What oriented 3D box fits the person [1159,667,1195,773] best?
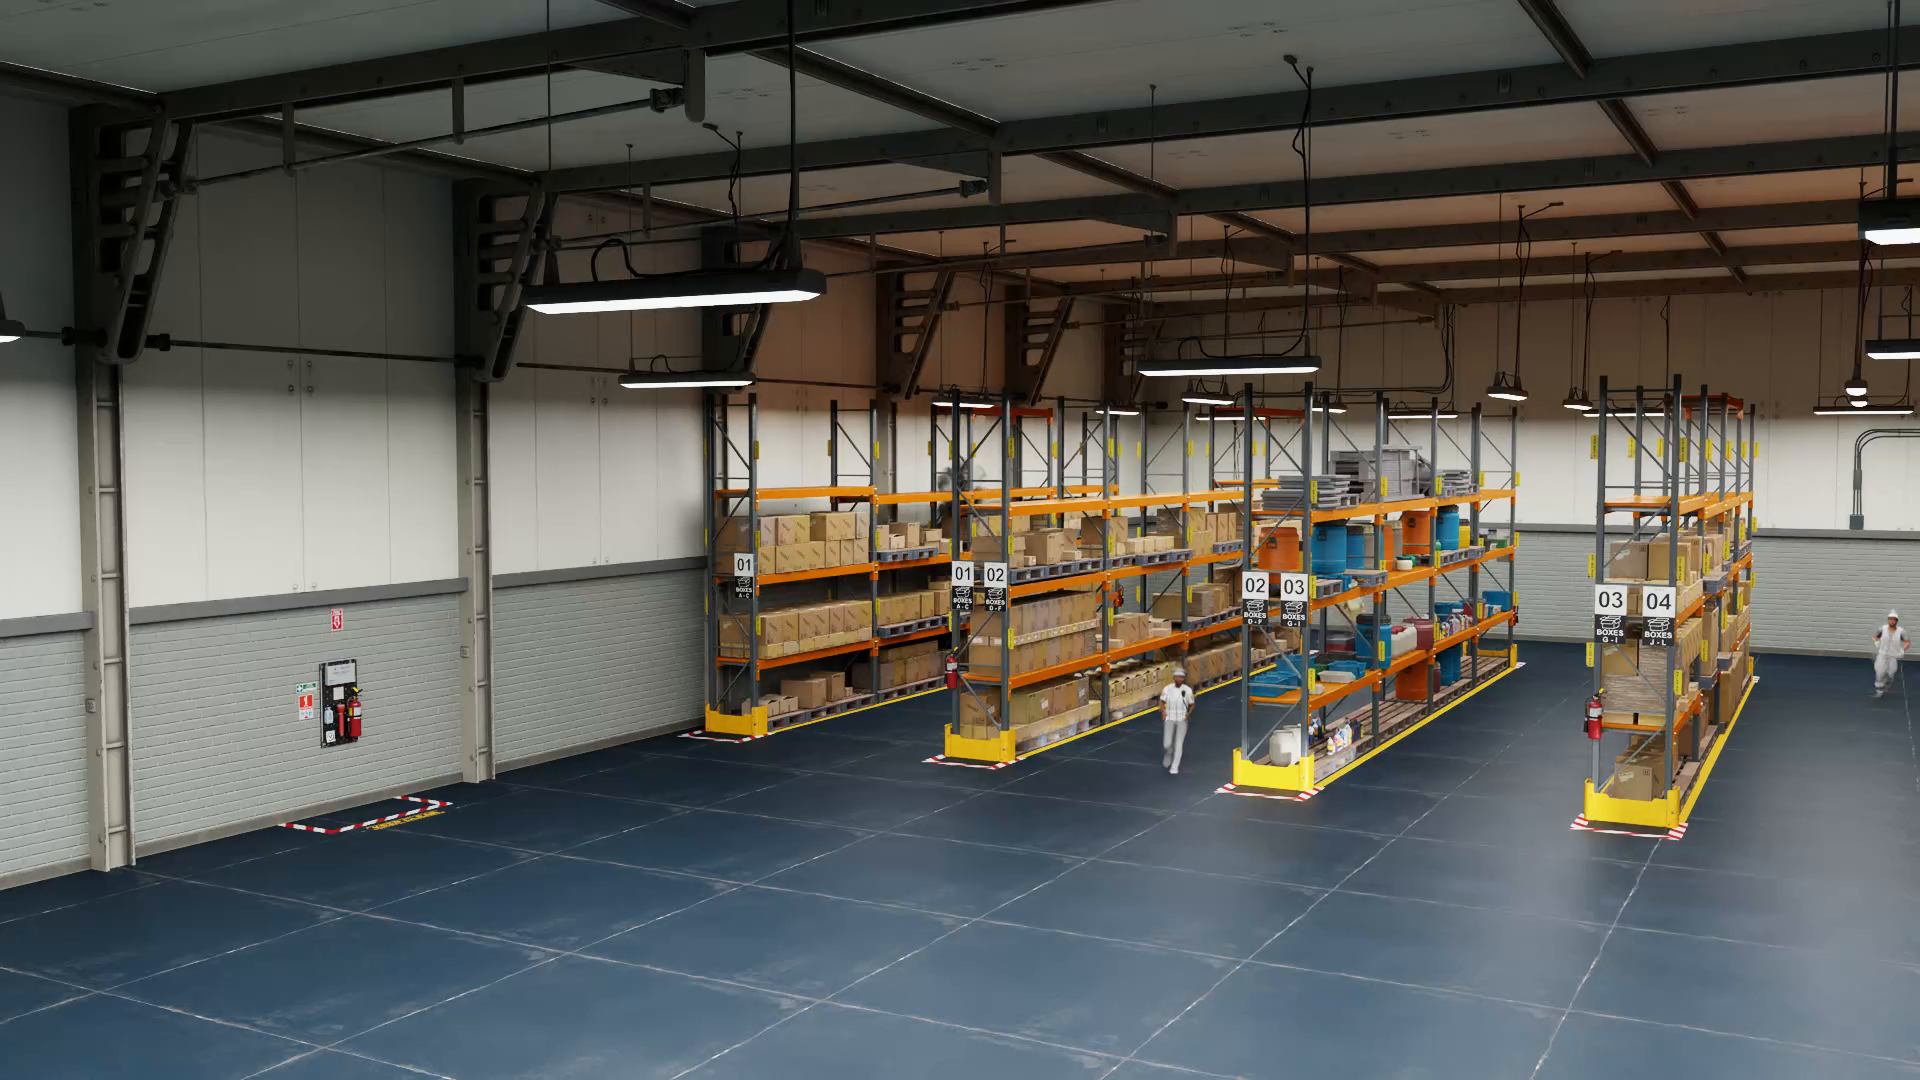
[{"bbox_3d":[3.357,2.789,25.743,0.561,1.651,0.535,1,3,9],"label":"person"}]

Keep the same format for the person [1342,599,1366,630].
[{"bbox_3d":[9.639,2.009,40.618,0.630,1.612,0.873,0,3,-4],"label":"person"}]

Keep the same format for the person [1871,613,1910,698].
[{"bbox_3d":[18.702,2.331,33.463,0.680,1.728,0.625,2,4,34],"label":"person"}]
